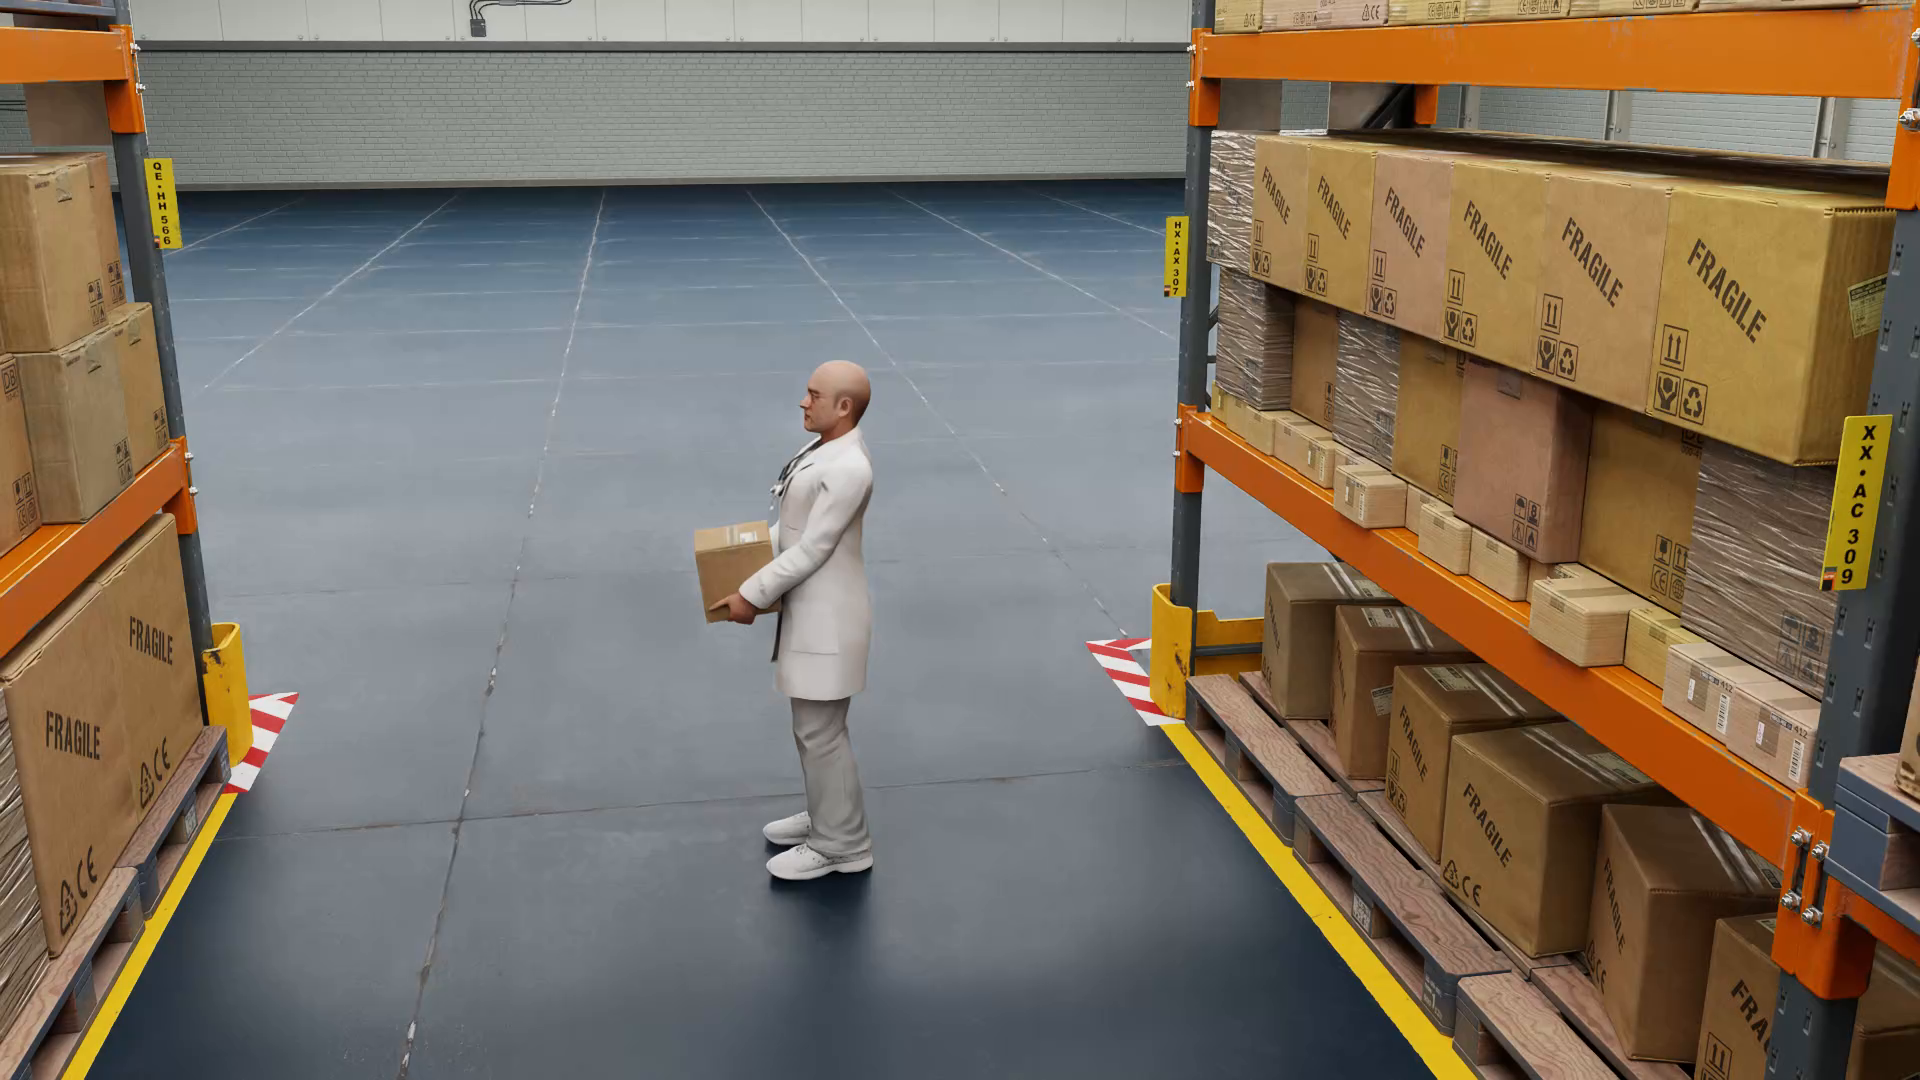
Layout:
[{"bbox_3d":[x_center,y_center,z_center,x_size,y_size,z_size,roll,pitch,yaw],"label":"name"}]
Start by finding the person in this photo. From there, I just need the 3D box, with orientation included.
[{"bbox_3d":[-0.565,0.272,5.631,0.562,1.771,0.530,-3,16,-9],"label":"person"}]
